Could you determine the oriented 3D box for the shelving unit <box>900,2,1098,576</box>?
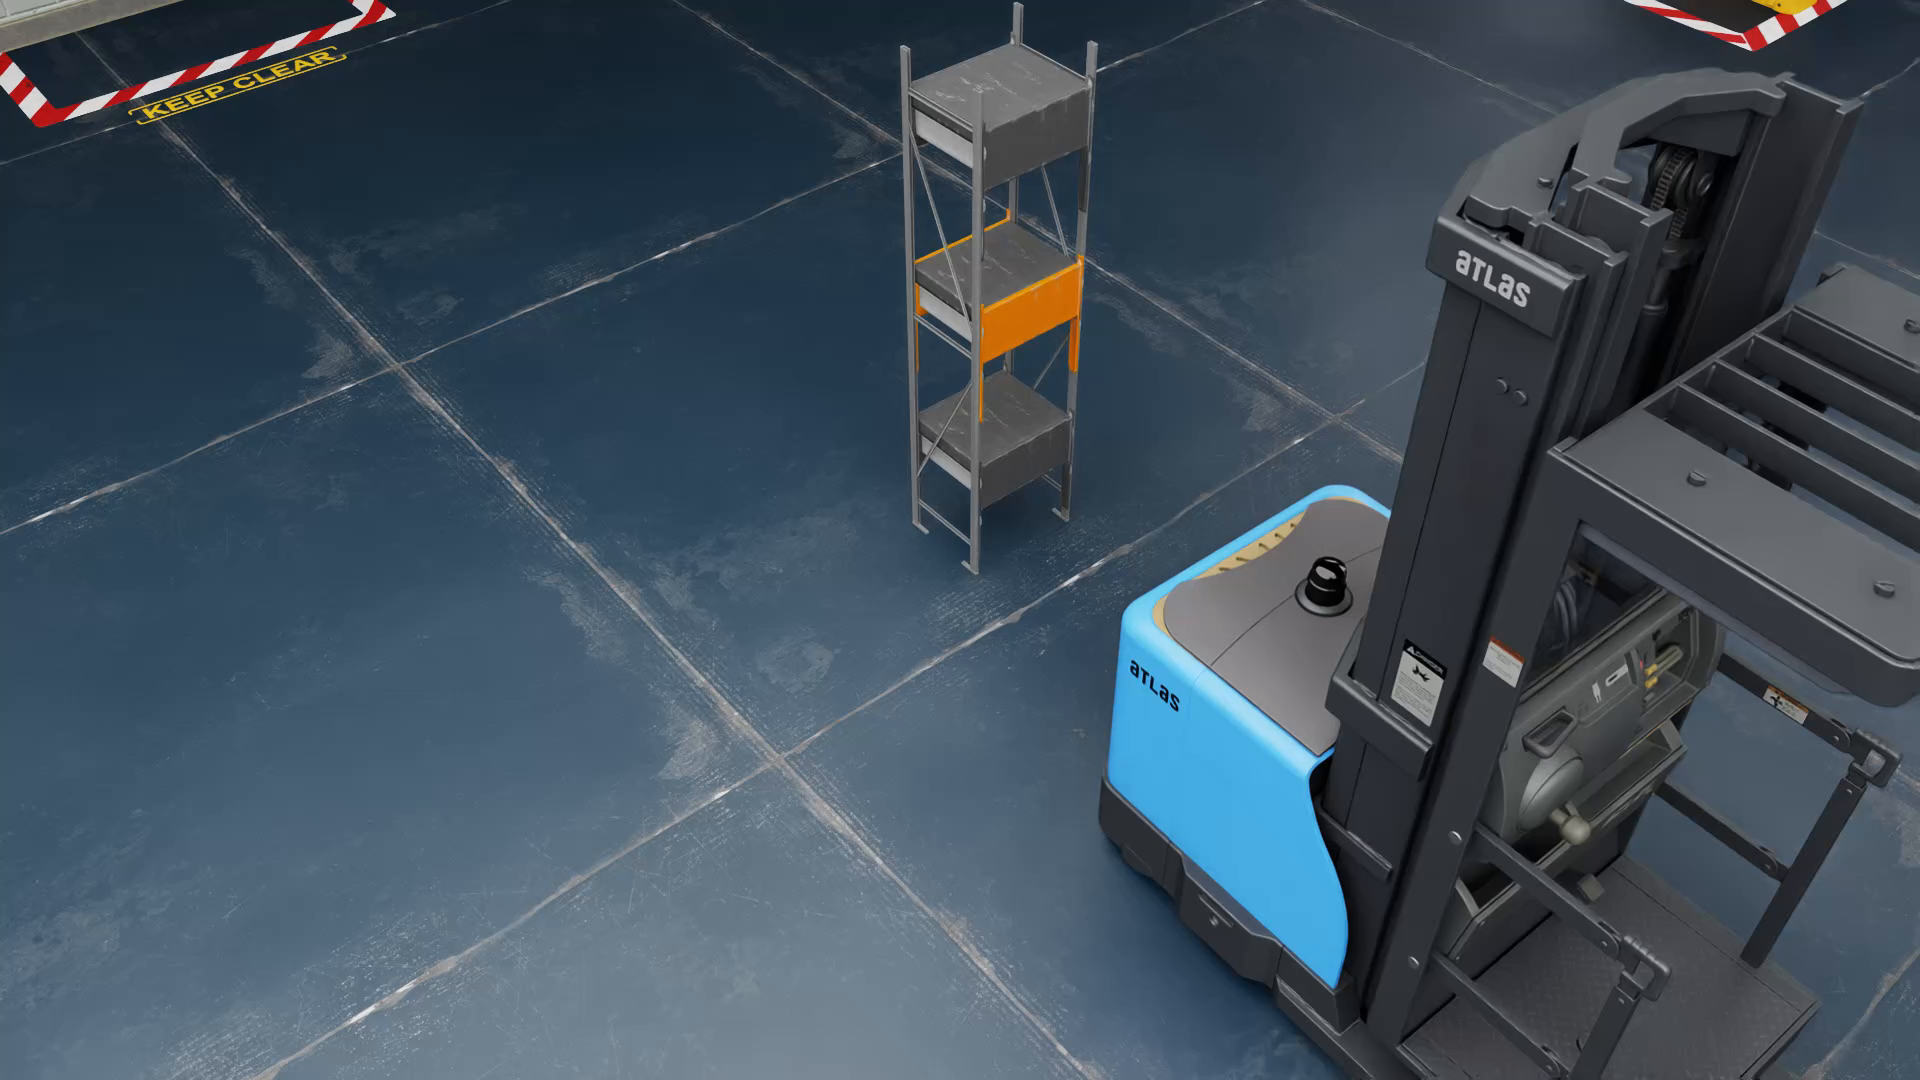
[{"bbox_3d":[0.127,-0.838,6.109,0.503,2.100,0.431,-30,51,-28],"label":"shelving unit"}]

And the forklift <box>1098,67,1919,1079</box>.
[{"bbox_3d":[1.780,0.504,4.073,1.130,2.935,3.031,-29,50,-27],"label":"forklift"}]

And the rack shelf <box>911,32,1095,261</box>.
[{"bbox_3d":[0.127,-1.338,5.639,0.480,0.518,0.431,-30,51,-28],"label":"rack shelf"}]

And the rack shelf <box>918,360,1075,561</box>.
[{"bbox_3d":[0.127,-0.318,6.597,0.480,0.518,0.431,-30,51,-28],"label":"rack shelf"}]

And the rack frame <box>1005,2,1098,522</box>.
[{"bbox_3d":[0.314,-0.945,6.223,0.015,2.100,0.400,-30,51,-28],"label":"rack frame"}]

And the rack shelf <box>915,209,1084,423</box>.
[{"bbox_3d":[0.127,-0.828,6.118,0.480,0.518,0.431,-30,51,-28],"label":"rack shelf"}]

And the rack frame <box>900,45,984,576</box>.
[{"bbox_3d":[-0.060,-0.731,5.994,0.015,2.100,0.400,-30,51,-28],"label":"rack frame"}]

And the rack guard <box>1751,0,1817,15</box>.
[{"bbox_3d":[4.832,-3.758,10.387,0.348,0.500,1.175,-30,51,-28],"label":"rack guard"}]
